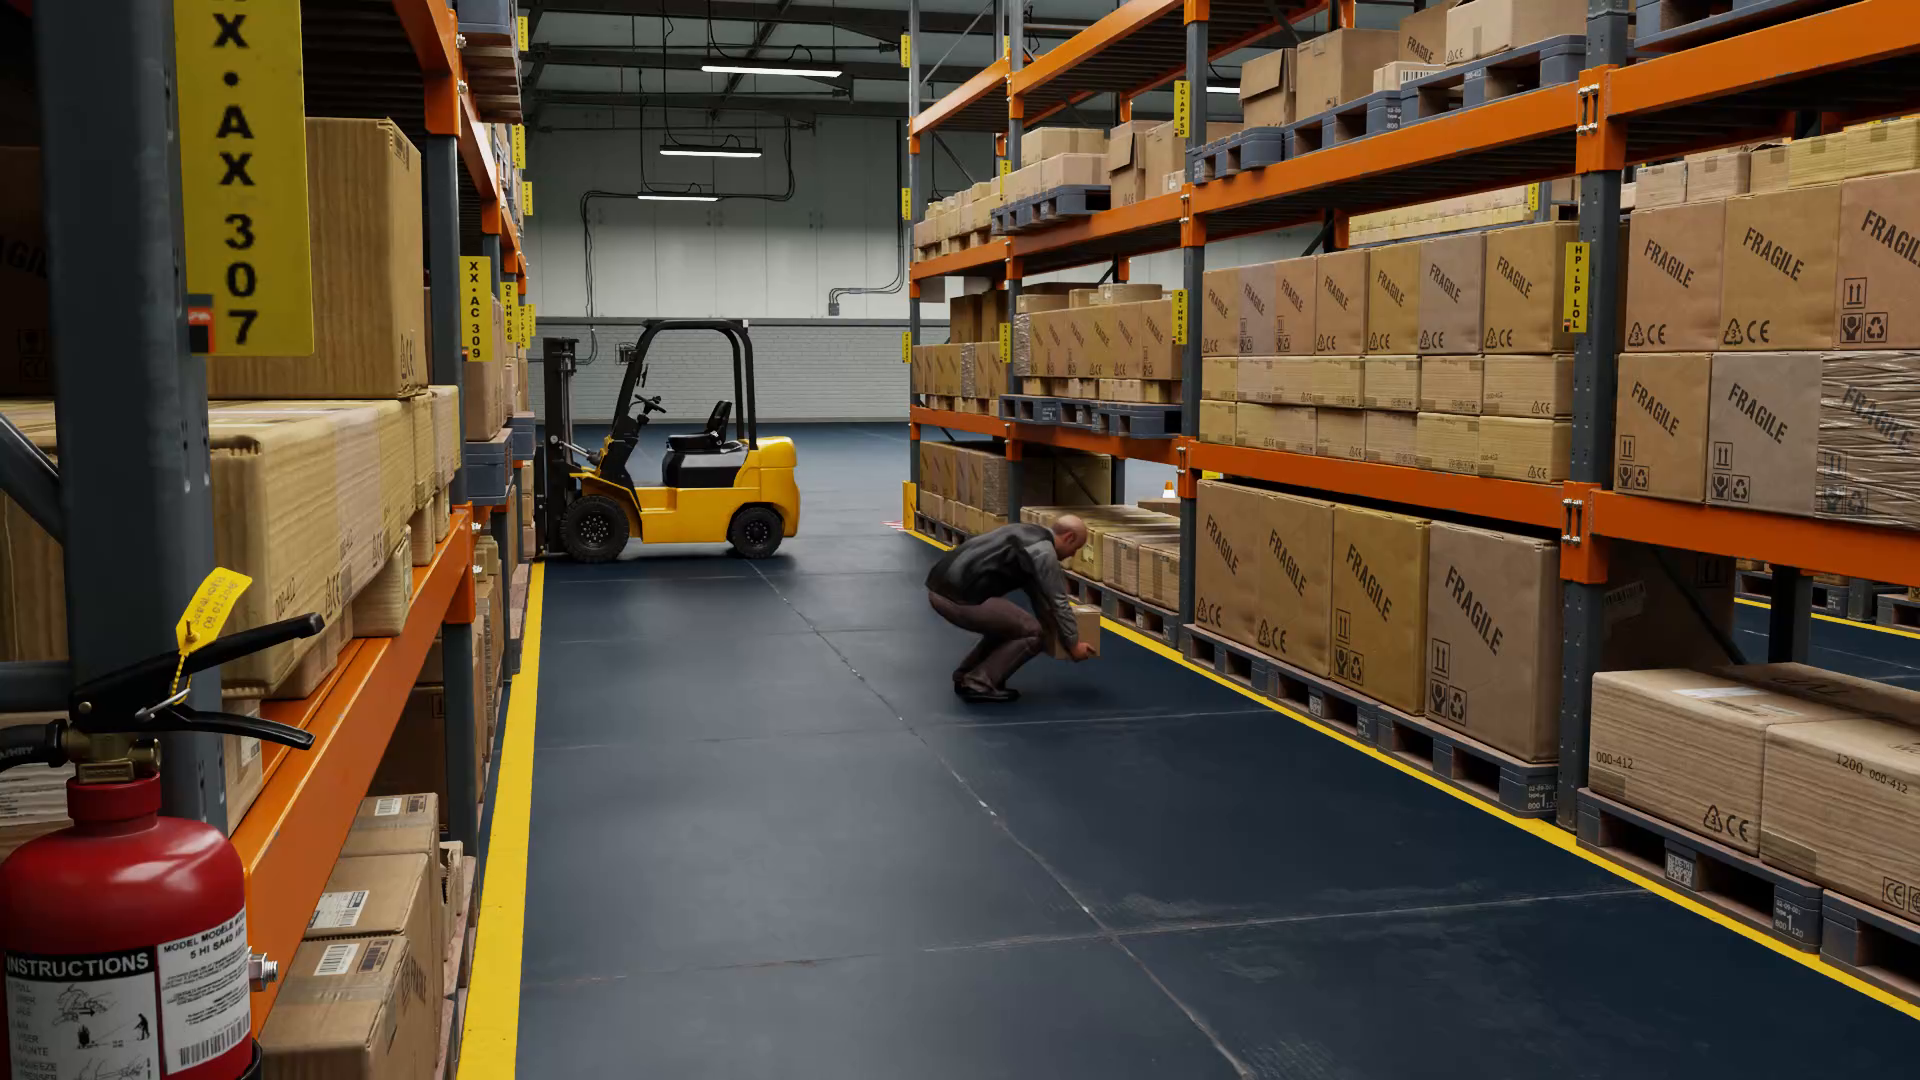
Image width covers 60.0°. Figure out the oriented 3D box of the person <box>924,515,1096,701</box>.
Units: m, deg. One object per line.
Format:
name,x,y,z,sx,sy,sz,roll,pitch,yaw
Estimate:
person,0.263,0.355,8.871,0.894,0.959,0.509,-2,6,-15
